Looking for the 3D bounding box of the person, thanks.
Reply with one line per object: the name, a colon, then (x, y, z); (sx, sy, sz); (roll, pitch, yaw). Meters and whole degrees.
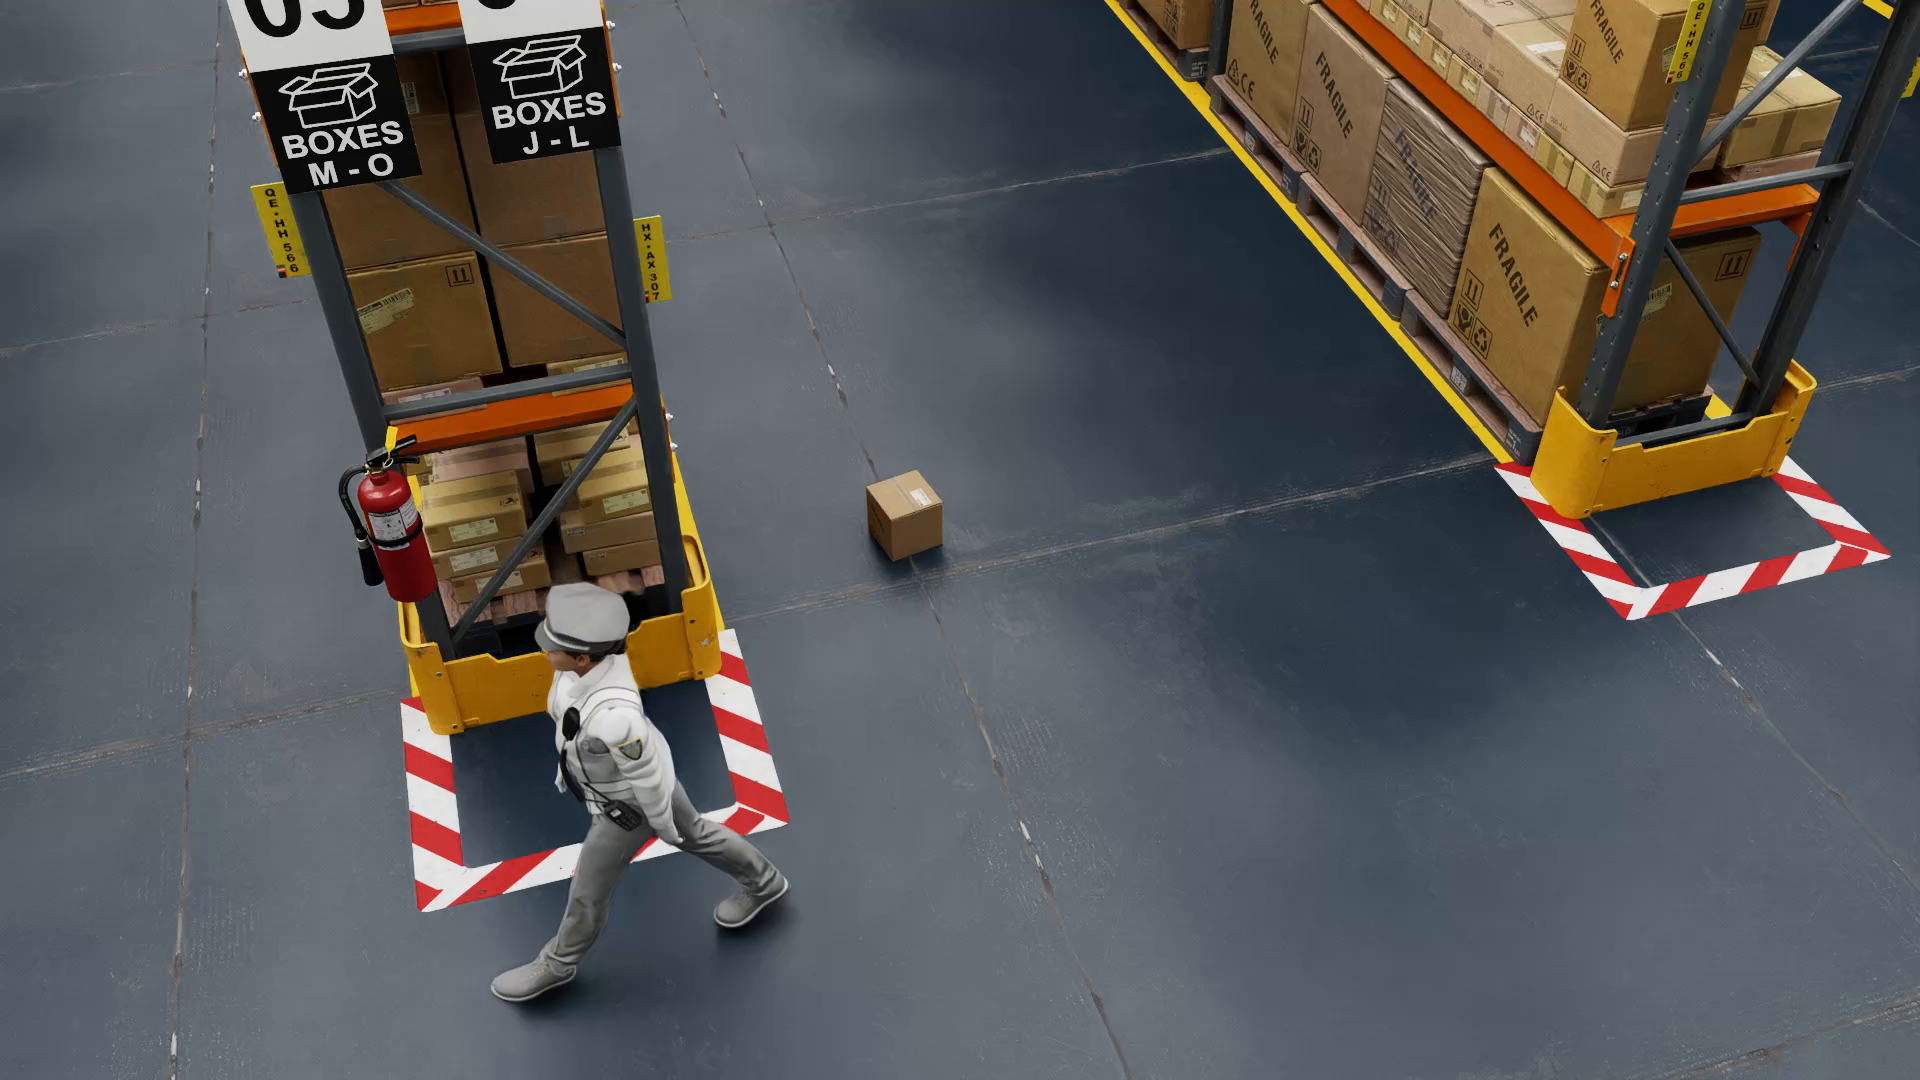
person: (-1.115, 0.756, 5.307); (1.040, 1.616, 0.489); (-9, 43, -10)
